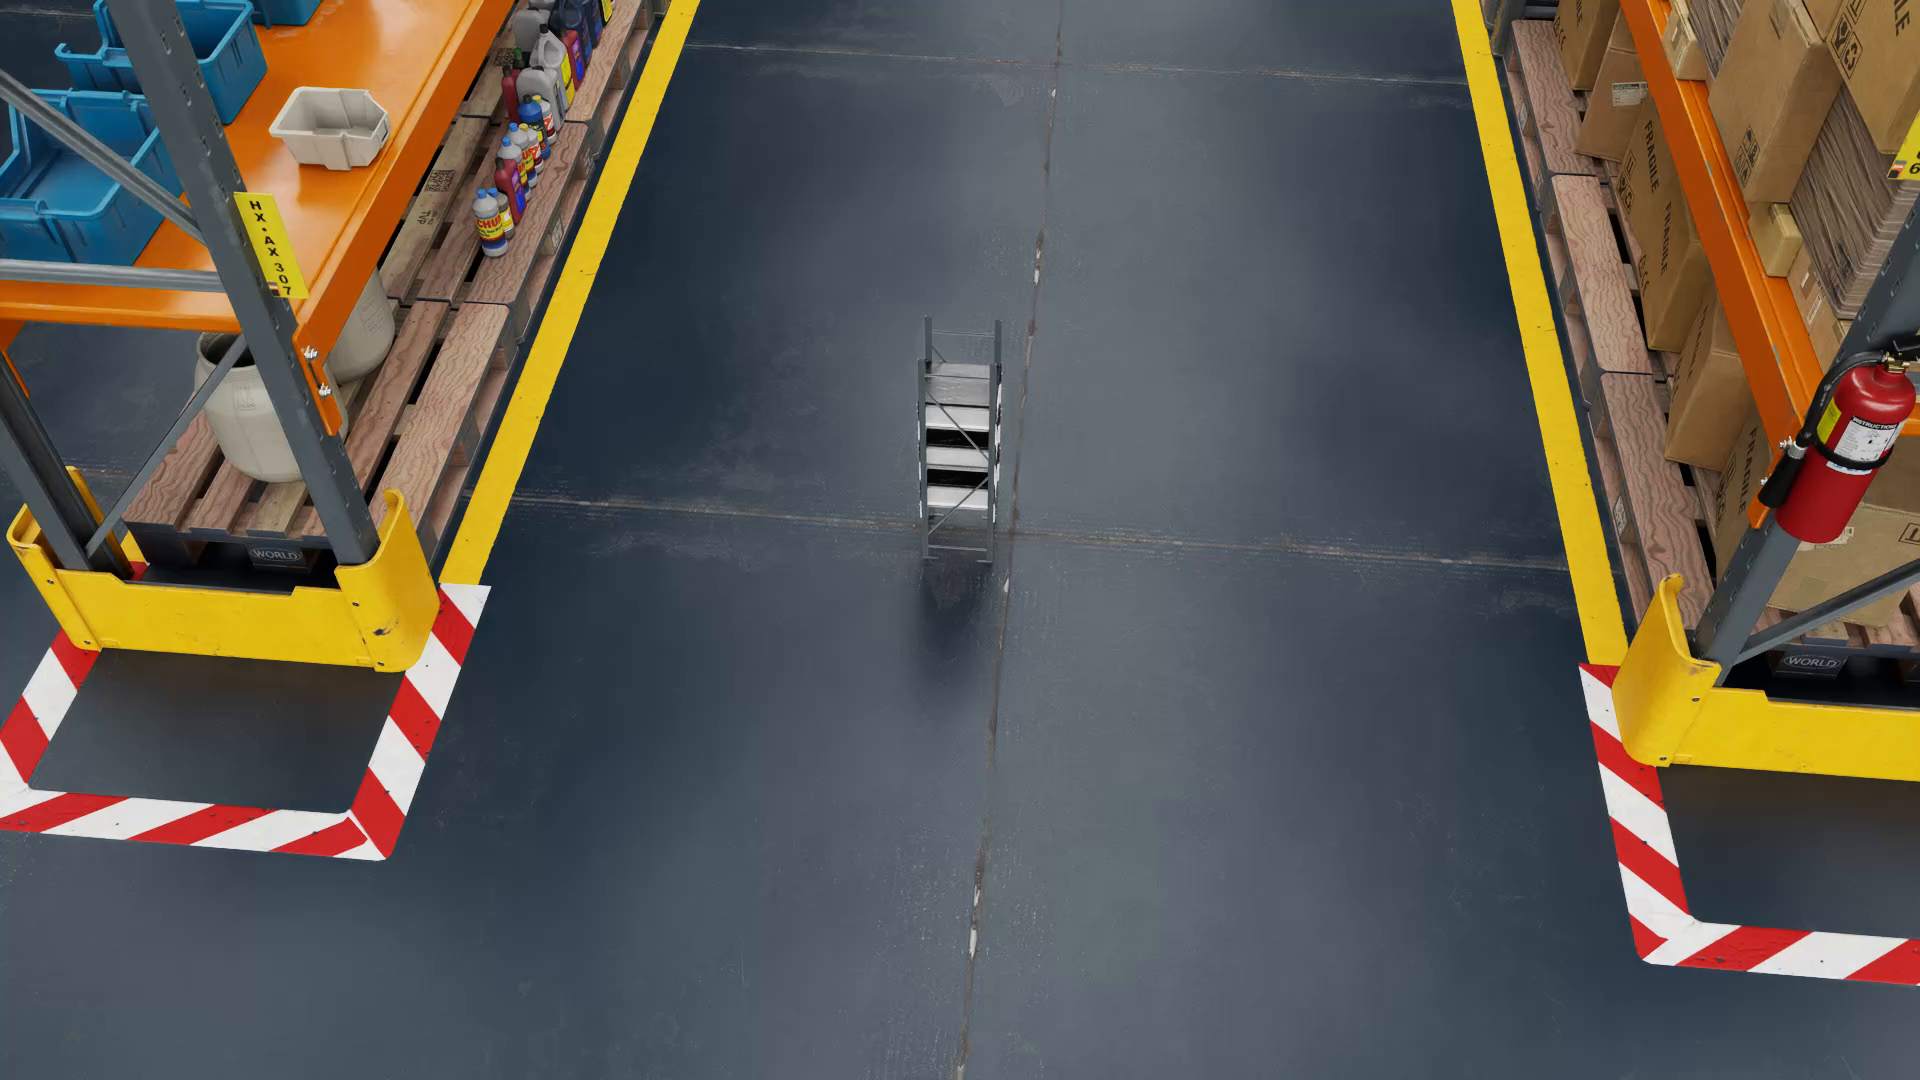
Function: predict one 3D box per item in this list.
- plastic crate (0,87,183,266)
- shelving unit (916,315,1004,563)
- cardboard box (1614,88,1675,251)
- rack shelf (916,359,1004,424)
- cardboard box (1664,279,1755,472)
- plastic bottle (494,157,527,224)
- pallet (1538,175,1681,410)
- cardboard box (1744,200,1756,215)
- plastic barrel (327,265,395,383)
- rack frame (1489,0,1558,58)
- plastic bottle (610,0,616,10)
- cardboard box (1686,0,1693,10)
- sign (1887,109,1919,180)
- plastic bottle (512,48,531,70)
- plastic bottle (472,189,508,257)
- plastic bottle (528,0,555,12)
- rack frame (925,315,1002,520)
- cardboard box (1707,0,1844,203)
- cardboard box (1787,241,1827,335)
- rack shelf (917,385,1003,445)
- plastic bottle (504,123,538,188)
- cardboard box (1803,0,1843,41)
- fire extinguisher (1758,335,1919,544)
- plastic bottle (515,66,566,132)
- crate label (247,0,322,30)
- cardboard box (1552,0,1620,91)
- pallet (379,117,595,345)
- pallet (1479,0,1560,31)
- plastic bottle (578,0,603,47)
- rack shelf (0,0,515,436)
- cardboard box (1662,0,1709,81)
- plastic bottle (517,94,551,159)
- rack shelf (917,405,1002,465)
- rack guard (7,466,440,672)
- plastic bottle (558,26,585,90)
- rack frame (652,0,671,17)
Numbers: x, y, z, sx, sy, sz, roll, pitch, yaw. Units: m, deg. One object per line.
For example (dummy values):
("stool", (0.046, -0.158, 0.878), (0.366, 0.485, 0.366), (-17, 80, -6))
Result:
("plastic crate", (-2.540, -1.027, 4.757), (0.499, 0.251, 0.616), (4, 48, 4))
("shelving unit", (0.001, -0.310, 5.423), (0.258, 0.900, 0.210), (4, 48, 4))
("cardboard box", (2.910, -1.419, 6.425), (0.500, 0.500, 0.500), (0, 48, 0))
("rack shelf", (0.001, -0.469, 5.249), (0.258, 0.077, 0.200), (4, 48, 4))
("cardboard box", (2.739, -0.553, 5.633), (0.500, 0.500, 0.500), (15, 49, 14))
("plastic bottle", (-1.773, -1.397, 6.538), (0.061, 0.283, 0.133), (5, 48, 4))
("pallet", (2.875, -0.959, 6.484), (1.003, 0.211, 1.213), (4, 48, 4))
("cardboard box", (2.499, -1.048, 4.846), (0.380, 0.149, 0.250), (4, 48, 4))
("plastic barrel", (-2.258, -0.848, 5.894), (0.421, 0.512, 0.421), (0, 48, 0))
("rack frame", (3.010, -3.295, 6.731), (1.000, 3.000, 0.127), (4, 48, 4))
("plastic bottle", (-1.645, -2.545, 7.643), (0.097, 0.201, 0.097), (0, 48, 0))
("cardboard box", (2.794, -1.999, 5.276), (0.875, 0.500, 0.500), (4, 48, 4))
("sign", (2.094, -0.905, 3.546), (0.100, 0.325, 0.005), (4, 48, 4))
("plastic bottle", (-1.846, -1.977, 7.068), (0.061, 0.283, 0.133), (4, 48, 4))
("plastic bottle", (-1.812, -1.228, 6.391), (0.097, 0.271, 0.097), (0, 48, 0))
("plastic bottle", (-1.838, -2.400, 7.409), (0.144, 0.351, 0.185), (4, 48, 4))
("rack frame", (0.010, -0.384, 5.492), (0.240, 0.900, 0.006), (4, 48, 4))
("cardboard box", (2.649, -1.268, 4.607), (0.875, 0.500, 0.500), (4, 48, 4))
("cardboard box", (2.489, -0.678, 4.508), (0.380, 0.149, 0.250), (4, 48, 4))
("rack shelf", (0.001, -0.409, 5.315), (0.258, 0.077, 0.200), (4, 48, 4))
("plastic bottle", (-1.771, -1.553, 6.689), (0.097, 0.271, 0.097), (0, 48, 0))
("cardboard box", (2.489, -1.616, 4.248), (0.500, 0.500, 0.500), (4, 48, 4))
("fire extinguisher", (2.176, -0.277, 4.023), (0.296, 0.674, 0.183), (4, 48, 4))
("plastic bottle", (-1.760, -1.867, 6.973), (0.152, 0.276, 0.135), (5, 48, 4))
("crate label", (-2.389, -2.072, 5.588), (0.502, 0.435, 0.616), (4, 48, 4))
("cardboard box", (2.933, -2.302, 7.232), (0.500, 0.500, 0.500), (3, 48, 2))
("pallet", (-2.134, -1.297, 6.794), (1.003, 0.211, 1.213), (4, 48, 4))
("pallet", (3.079, -2.926, 8.283), (1.003, 0.211, 1.213), (4, 48, 4))
("plastic bottle", (-1.694, -2.390, 7.400), (0.144, 0.351, 0.185), (3, 48, 2))
("rack shelf", (-2.105, -1.916, 5.957), (1.077, 0.370, 4.000), (4, 48, 4))
("cardboard box", (2.498, -1.604, 5.354), (0.380, 0.149, 0.250), (4, 48, 4))
("plastic bottle", (-1.753, -1.702, 6.825), (0.097, 0.271, 0.097), (0, 48, 0))
("rack shelf", (0.001, -0.348, 5.382), (0.258, 0.077, 0.200), (4, 48, 4))
("rack guard", (-2.327, 0.096, 5.324), (1.175, 0.500, 0.348), (4, 48, 4))
("plastic bottle", (-1.685, -2.104, 7.184), (0.061, 0.283, 0.133), (7, 48, 6))
("rack frame", (-1.923, -3.628, 7.036), (1.000, 3.000, 0.127), (4, 48, 4))
